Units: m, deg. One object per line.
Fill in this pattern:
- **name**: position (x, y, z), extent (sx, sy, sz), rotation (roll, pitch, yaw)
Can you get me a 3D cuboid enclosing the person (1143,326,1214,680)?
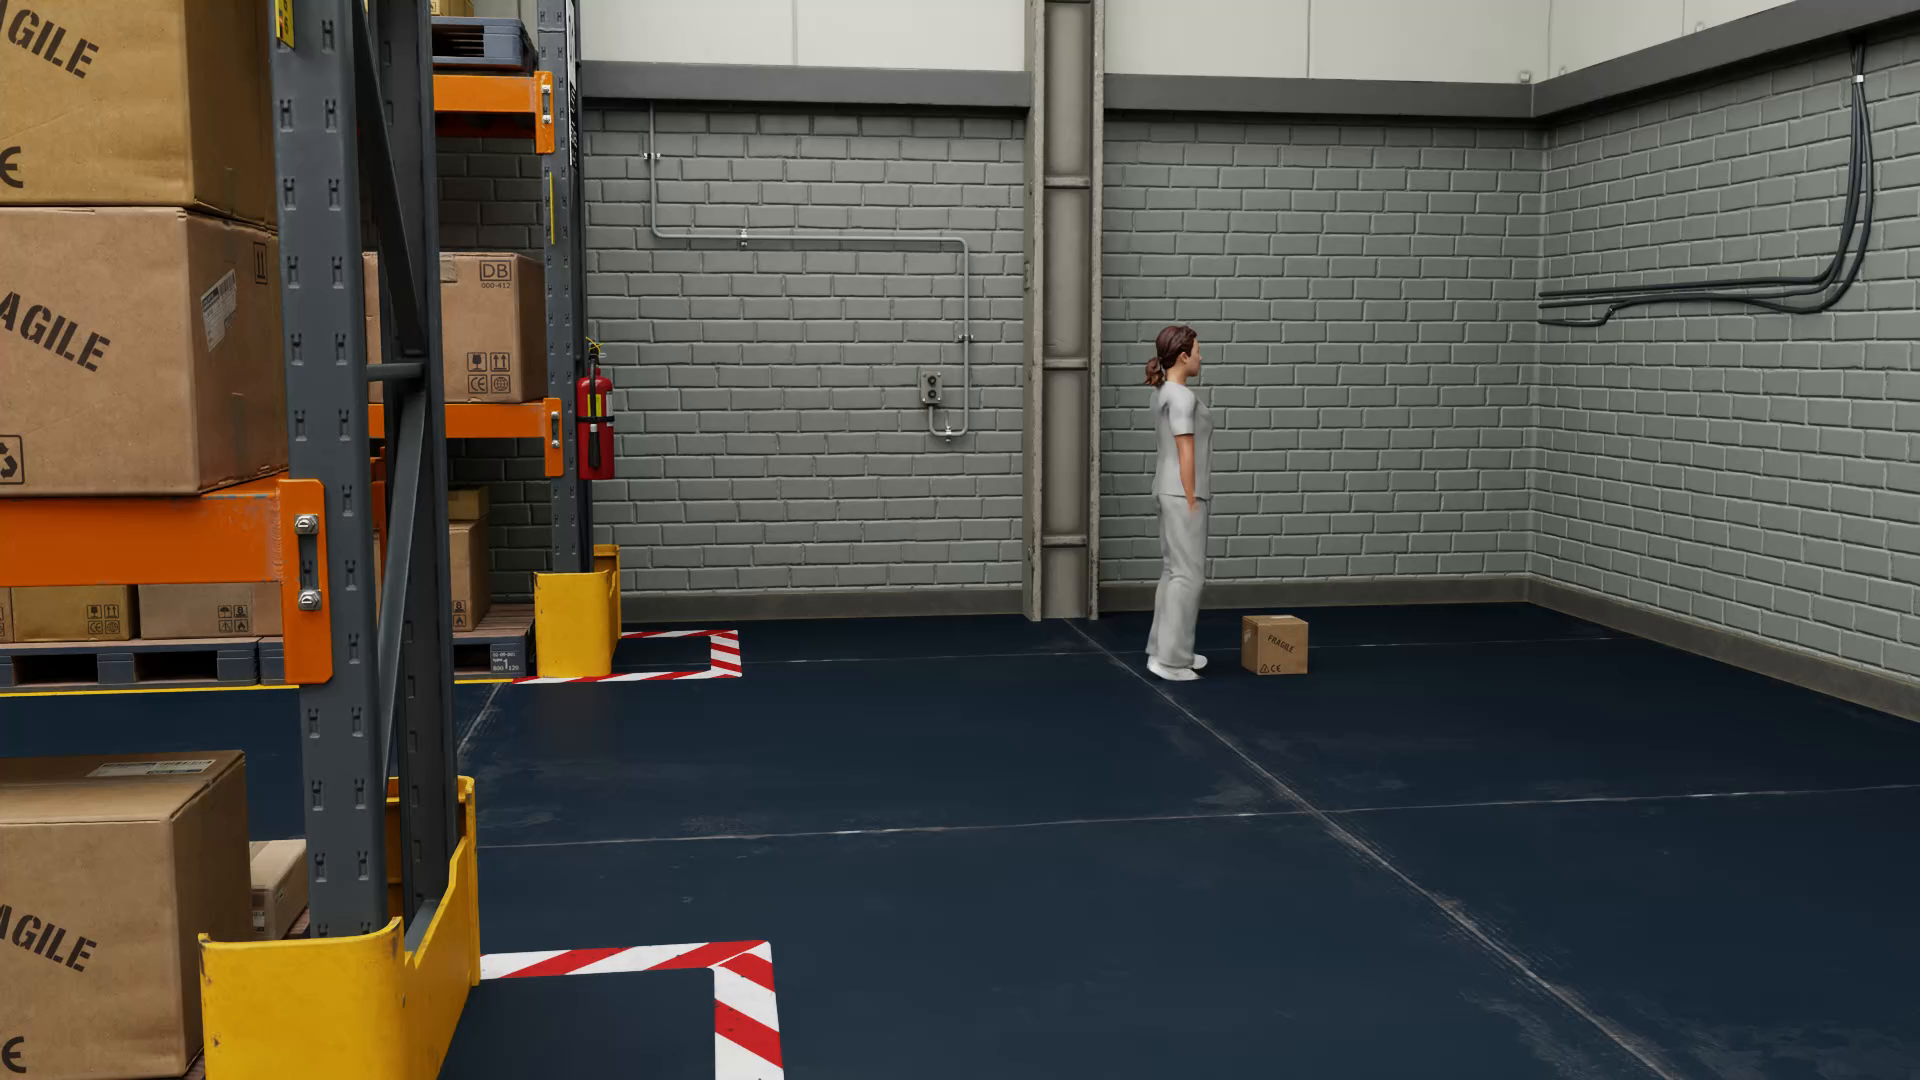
- **person**: position (1.045, -0.160, 7.959), extent (0.366, 1.717, 0.437), rotation (-1, 7, -7)
